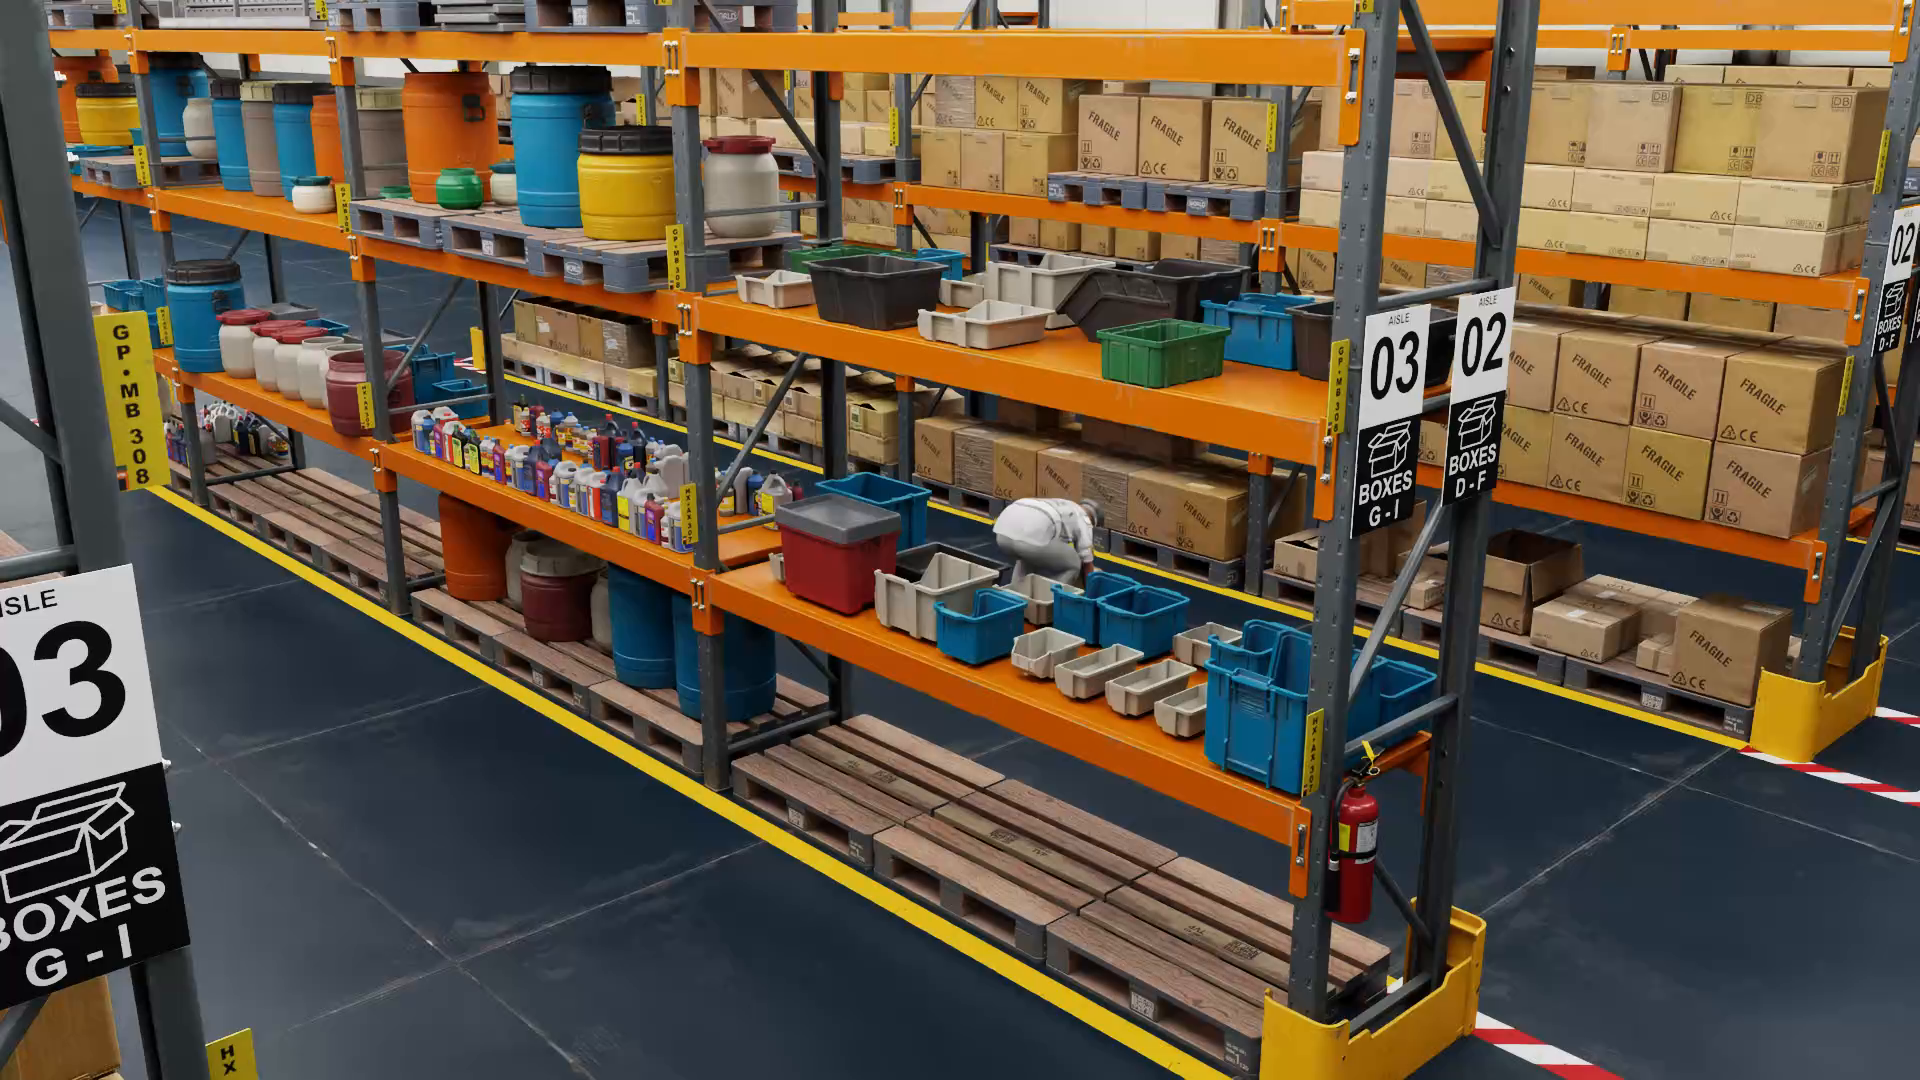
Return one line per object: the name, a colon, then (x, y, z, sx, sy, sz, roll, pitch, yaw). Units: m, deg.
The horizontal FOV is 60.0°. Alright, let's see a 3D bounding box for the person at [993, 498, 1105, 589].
person: (0.676, 0.103, 12.168, 0.543, 0.913, 1.028, 16, 23, 42)
